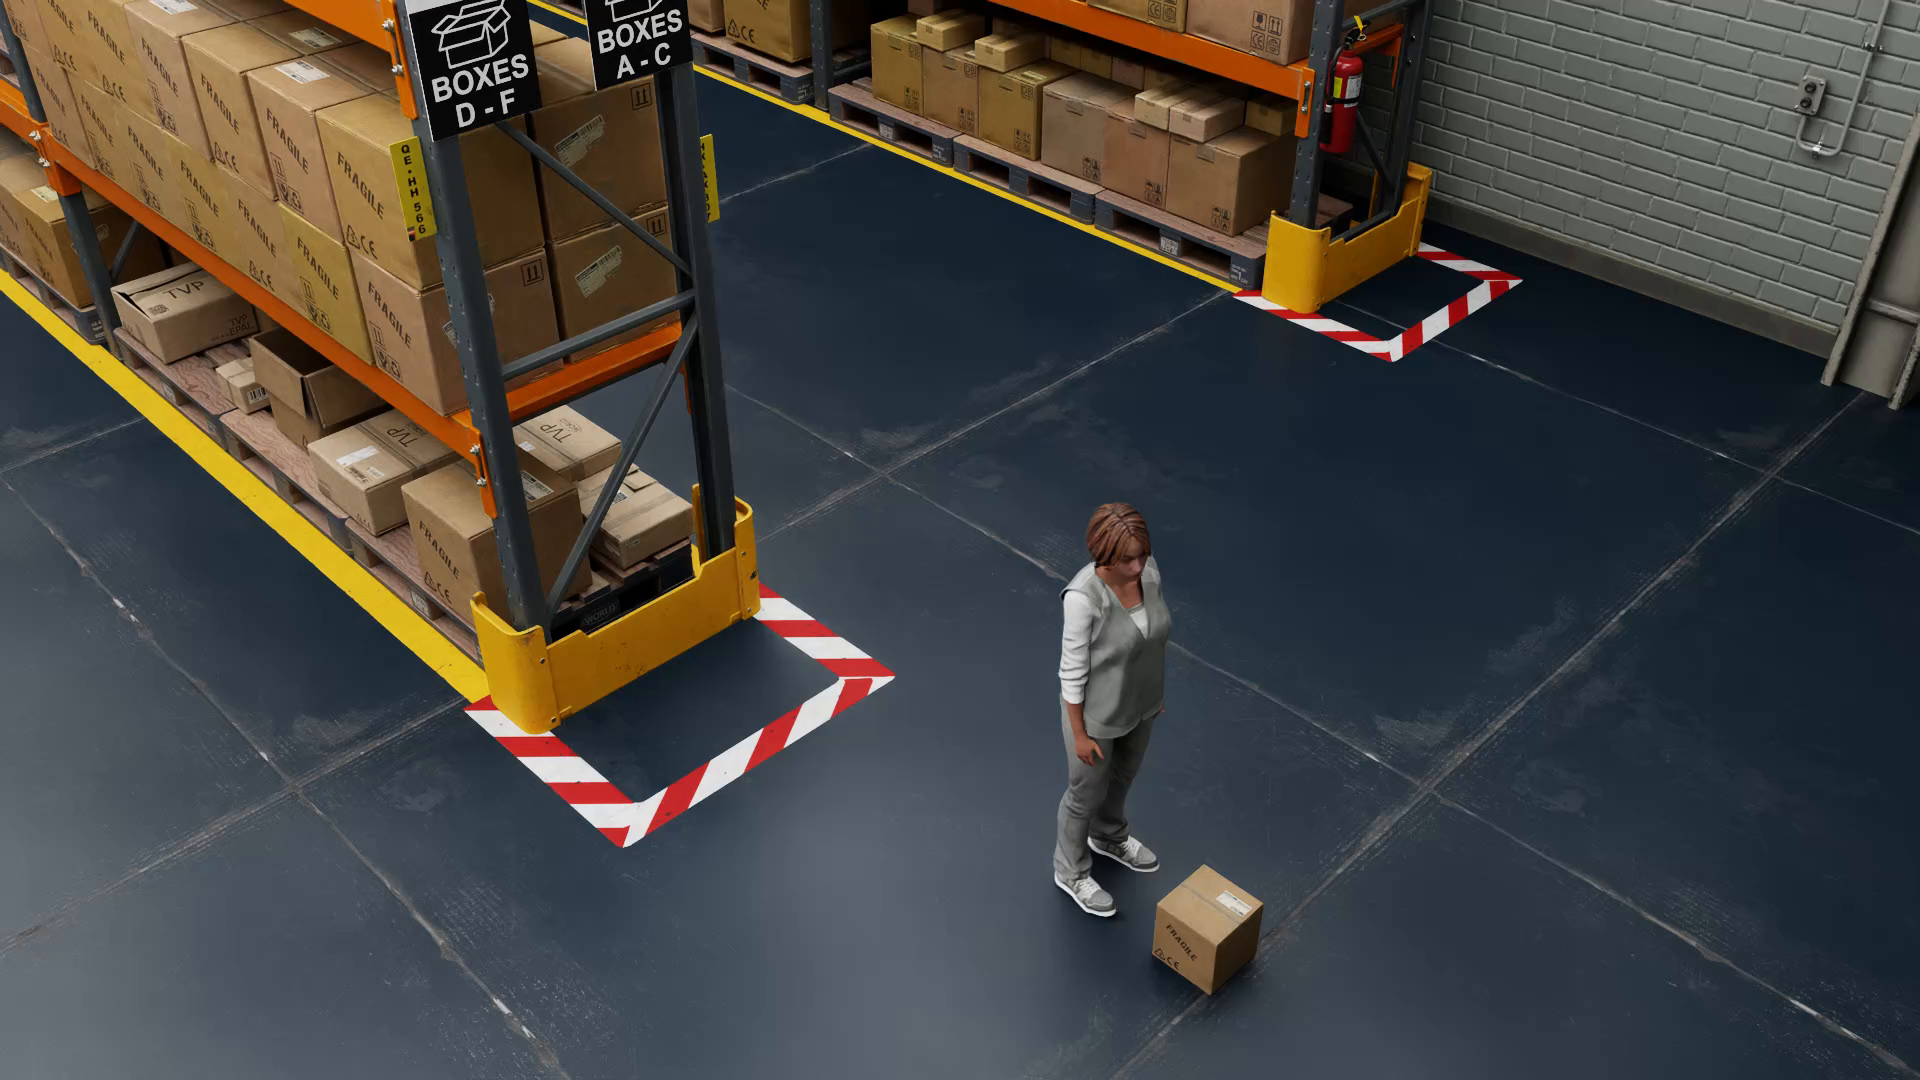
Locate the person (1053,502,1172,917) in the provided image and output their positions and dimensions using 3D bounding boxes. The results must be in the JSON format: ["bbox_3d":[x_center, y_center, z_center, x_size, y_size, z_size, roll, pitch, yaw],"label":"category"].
[{"bbox_3d":[0.491,0.552,5.396,0.427,1.614,0.310,-30,45,-34],"label":"person"}]
